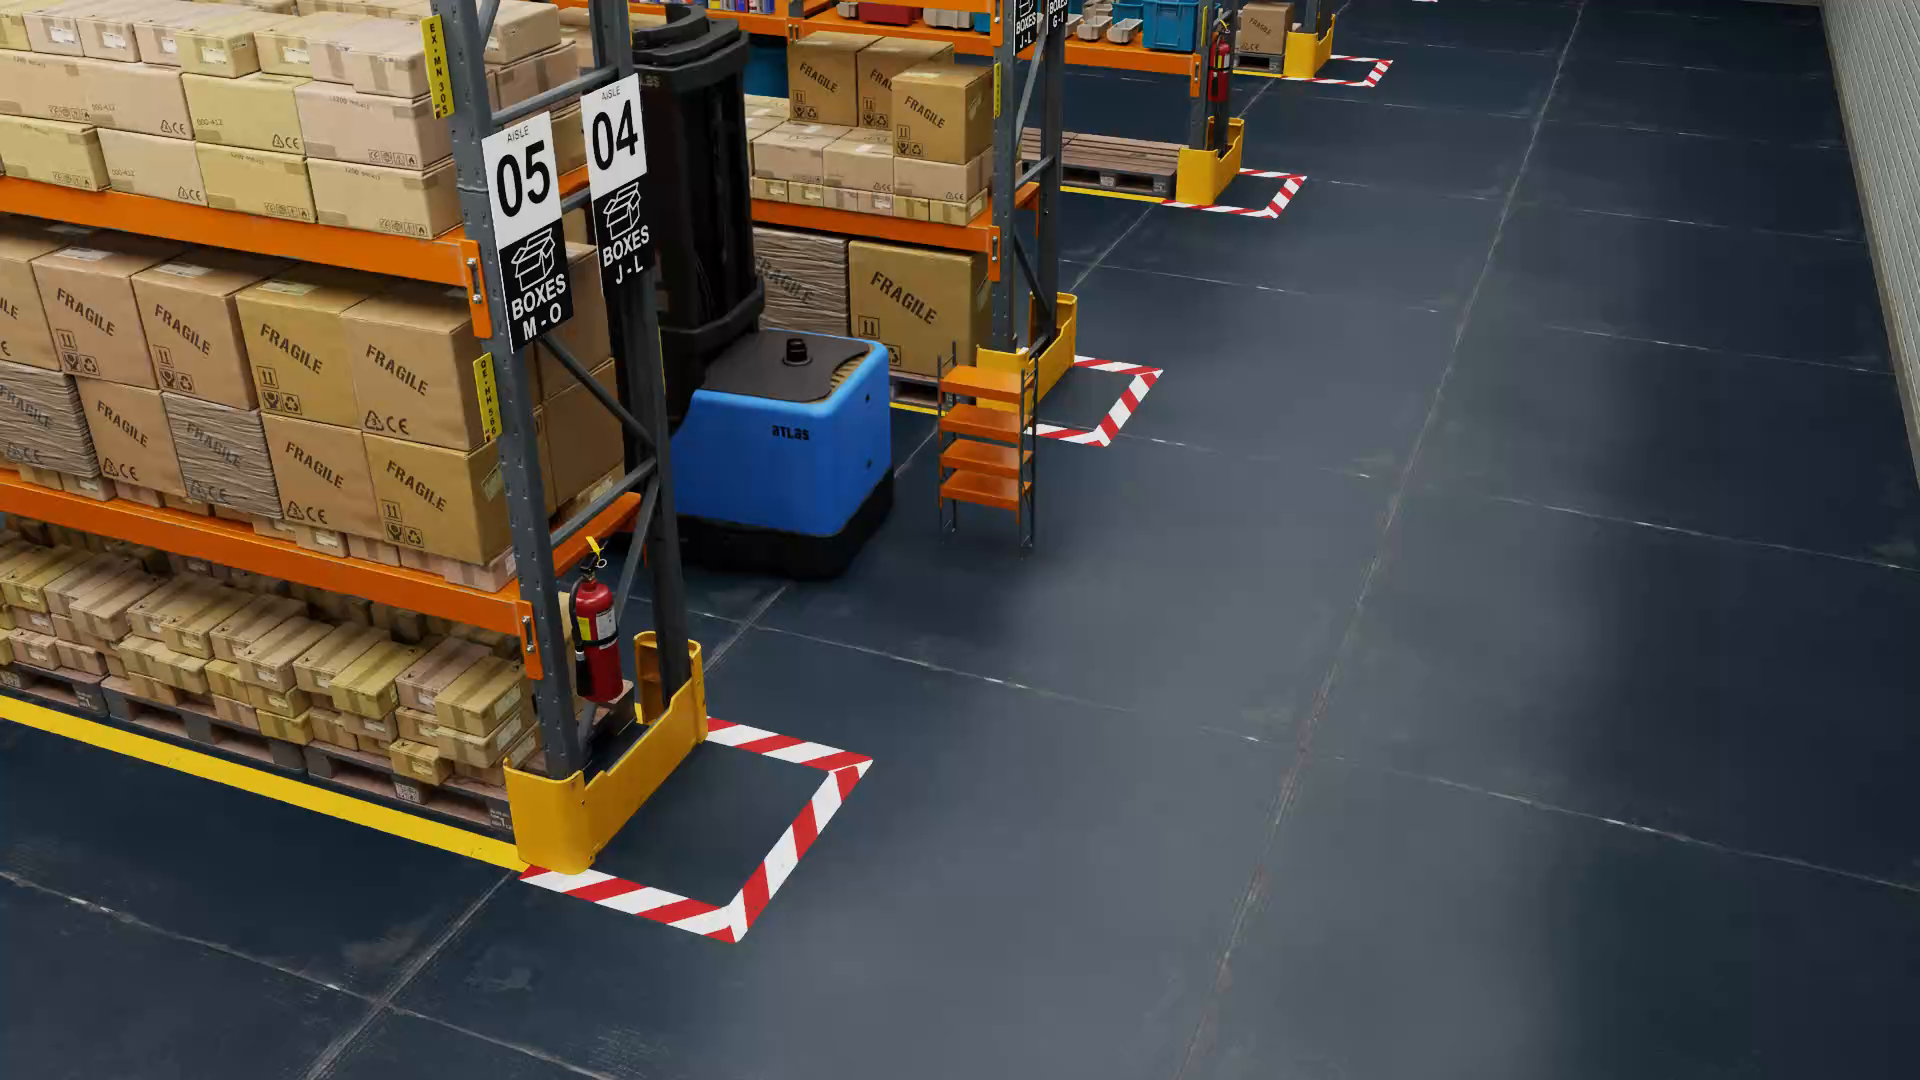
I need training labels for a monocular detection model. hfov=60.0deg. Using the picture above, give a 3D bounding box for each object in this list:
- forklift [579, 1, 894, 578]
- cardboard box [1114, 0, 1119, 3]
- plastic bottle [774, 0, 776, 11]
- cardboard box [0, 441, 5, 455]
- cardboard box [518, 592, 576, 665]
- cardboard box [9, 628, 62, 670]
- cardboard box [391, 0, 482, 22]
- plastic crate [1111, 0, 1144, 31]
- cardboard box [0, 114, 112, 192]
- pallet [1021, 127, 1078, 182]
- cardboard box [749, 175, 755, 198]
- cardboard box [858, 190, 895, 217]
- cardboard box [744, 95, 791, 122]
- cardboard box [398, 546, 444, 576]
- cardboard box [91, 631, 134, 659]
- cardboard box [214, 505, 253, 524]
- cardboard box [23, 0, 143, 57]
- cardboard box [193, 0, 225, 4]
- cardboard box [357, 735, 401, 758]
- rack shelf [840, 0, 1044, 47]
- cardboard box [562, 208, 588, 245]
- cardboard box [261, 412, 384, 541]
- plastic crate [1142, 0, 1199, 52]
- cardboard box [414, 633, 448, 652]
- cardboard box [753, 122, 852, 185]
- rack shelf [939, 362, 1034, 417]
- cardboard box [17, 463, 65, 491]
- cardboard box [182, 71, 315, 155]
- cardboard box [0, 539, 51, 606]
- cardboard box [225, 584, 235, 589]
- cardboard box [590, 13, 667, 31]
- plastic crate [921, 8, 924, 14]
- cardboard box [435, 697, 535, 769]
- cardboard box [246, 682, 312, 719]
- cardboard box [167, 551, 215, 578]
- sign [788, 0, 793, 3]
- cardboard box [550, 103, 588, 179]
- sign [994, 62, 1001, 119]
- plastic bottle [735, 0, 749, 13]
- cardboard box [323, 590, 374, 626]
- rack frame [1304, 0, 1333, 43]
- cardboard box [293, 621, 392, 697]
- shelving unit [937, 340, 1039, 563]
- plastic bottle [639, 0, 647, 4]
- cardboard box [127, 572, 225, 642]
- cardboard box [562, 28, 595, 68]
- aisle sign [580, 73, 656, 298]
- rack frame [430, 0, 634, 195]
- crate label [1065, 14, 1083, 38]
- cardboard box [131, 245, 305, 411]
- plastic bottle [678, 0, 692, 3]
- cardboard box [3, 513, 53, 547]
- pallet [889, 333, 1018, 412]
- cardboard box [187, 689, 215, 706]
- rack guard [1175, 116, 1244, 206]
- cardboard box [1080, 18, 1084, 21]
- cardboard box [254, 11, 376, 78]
[{"bbox_3d":[-1.972,-1.480,9.390,3.031,2.935,1.130,9,31,15],"label":"forklift"},{"bbox_3d":[2.211,-6.390,20.096,0.637,0.503,0.797,11,31,19],"label":"cardboard box"},{"bbox_3d":[-1.855,-5.272,16.230,0.097,0.201,0.097,0,29,0],"label":"plastic bottle"},{"bbox_3d":[-4.393,-0.749,7.624,0.500,0.500,0.500,11,31,19],"label":"cardboard box"},{"bbox_3d":[-1.870,0.416,7.831,0.250,0.149,0.380,10,31,17],"label":"cardboard box"},{"bbox_3d":[-4.505,0.472,8.336,0.250,0.149,0.380,11,31,19],"label":"cardboard box"},{"bbox_3d":[-1.956,-1.982,6.399,0.250,0.149,0.380,13,32,21],"label":"cardboard box"},{"bbox_3d":[1.594,-4.903,15.486,0.300,0.233,0.416,11,31,19],"label":"plastic crate"},{"bbox_3d":[-3.463,-1.614,6.660,0.500,0.250,0.500,13,32,21],"label":"cardboard box"},{"bbox_3d":[0.433,-3.815,16.285,1.213,0.211,1.003,11,31,19],"label":"pallet"},{"bbox_3d":[-1.424,-2.463,11.315,0.250,0.149,0.380,12,32,20],"label":"cardboard box"},{"bbox_3d":[-0.482,-2.275,10.982,0.250,0.149,0.380,11,31,19],"label":"cardboard box"},{"bbox_3d":[-1.331,-2.932,11.739,0.500,0.250,0.500,11,31,18],"label":"cardboard box"},{"bbox_3d":[-2.137,-0.016,6.986,0.250,0.149,0.380,11,31,19],"label":"cardboard box"},{"bbox_3d":[-4.000,0.418,8.130,0.250,0.149,0.380,13,32,21],"label":"cardboard box"},{"bbox_3d":[-3.081,-0.232,7.367,0.250,0.149,0.380,10,31,17],"label":"cardboard box"},{"bbox_3d":[-3.348,-1.985,6.405,0.250,0.149,0.380,10,31,18],"label":"cardboard box"},{"bbox_3d":[-2.892,-2.203,6.789,0.250,0.149,0.380,12,32,21],"label":"cardboard box"},{"bbox_3d":[-2.567,0.835,7.694,0.250,0.149,0.380,11,31,19],"label":"cardboard box"},{"bbox_3d":[-1.407,-3.737,10.995,4.000,0.370,1.077,11,31,19],"label":"rack shelf"},{"bbox_3d":[-2.678,-2.213,12.350,0.875,0.875,0.875,11,31,19],"label":"cardboard box"},{"bbox_3d":[-2.500,-0.368,6.948,0.500,0.500,0.500,11,31,18],"label":"cardboard box"},{"bbox_3d":[1.928,-4.651,14.833,0.499,0.435,0.616,11,31,19],"label":"plastic crate"},{"bbox_3d":[-2.393,0.502,7.981,0.250,0.149,0.380,12,32,20],"label":"cardboard box"},{"bbox_3d":[-1.044,-2.595,11.143,0.500,0.250,0.500,10,31,17],"label":"cardboard box"},{"bbox_3d":[0.153,-0.834,9.207,0.480,0.148,0.258,11,31,19],"label":"rack shelf"},{"bbox_3d":[-4.086,-0.392,7.650,0.250,0.149,0.380,12,32,20],"label":"cardboard box"},{"bbox_3d":[-2.509,-1.653,6.221,0.500,0.250,0.500,10,31,18],"label":"cardboard box"},{"bbox_3d":[-4.744,0.164,8.277,0.250,0.149,0.380,13,32,22],"label":"cardboard box"},{"bbox_3d":[-3.617,0.245,8.436,0.250,0.149,0.380,10,31,17],"label":"cardboard box"},{"bbox_3d":[-2.271,-3.447,11.888,0.500,0.500,0.500,12,31,20],"label":"cardboard box"},{"bbox_3d":[-0.260,-5.194,16.110,0.590,0.125,0.437,11,31,19],"label":"plastic crate"},{"bbox_3d":[-2.108,0.830,7.401,0.250,0.149,0.380,10,31,18],"label":"cardboard box"},{"bbox_3d":[-3.075,0.645,7.729,0.250,0.149,0.380,12,32,20],"label":"cardboard box"},{"bbox_3d":[-3.809,0.039,8.499,0.250,0.149,0.380,10,31,17],"label":"cardboard box"},{"bbox_3d":[-1.606,-5.242,15.695,0.005,0.325,0.100,11,31,19],"label":"sign"},{"bbox_3d":[-1.832,-1.571,6.586,0.500,0.250,0.500,12,32,21],"label":"cardboard box"},{"bbox_3d":[0.230,-2.736,10.125,0.005,0.325,0.100,11,31,19],"label":"sign"},{"bbox_3d":[-2.116,-5.269,16.142,0.133,0.283,0.061,11,31,19],"label":"plastic bottle"},{"bbox_3d":[-2.870,0.251,8.123,0.250,0.149,0.380,13,32,21],"label":"cardboard box"},{"bbox_3d":[4.175,-6.890,18.892,0.127,3.000,1.000,11,31,19],"label":"rack frame"},{"bbox_3d":[-2.813,0.546,7.601,0.250,0.149,0.380,10,31,17],"label":"cardboard box"},{"bbox_3d":[0.153,-0.492,9.401,0.503,1.200,0.258,11,31,19],"label":"shelving unit"},{"bbox_3d":[-3.148,-5.449,16.544,0.097,0.201,0.097,0,29,0],"label":"plastic bottle"},{"bbox_3d":[-3.752,0.323,7.995,0.250,0.149,0.380,10,31,17],"label":"cardboard box"},{"bbox_3d":[-2.459,-3.205,11.460,0.500,0.500,0.500,11,31,19],"label":"cardboard box"},{"bbox_3d":[-1.331,-1.386,6.512,0.004,0.787,0.394,11,31,19],"label":"aisle sign"},{"bbox_3d":[-1.512,-2.743,5.458,0.127,3.000,1.000,11,31,19],"label":"rack frame"},{"bbox_3d":[0.955,-4.713,15.246,0.243,0.136,0.396,11,31,19],"label":"crate label"},{"bbox_3d":[-2.984,-0.897,6.868,0.500,0.500,0.500,13,32,22],"label":"cardboard box"},{"bbox_3d":[-2.690,-5.405,16.390,0.135,0.276,0.152,11,31,19],"label":"plastic bottle"},{"bbox_3d":[-4.791,-0.125,8.788,0.250,0.149,0.380,12,32,21],"label":"cardboard box"},{"bbox_3d":[-0.324,-1.272,11.787,1.213,0.211,1.003,11,31,19],"label":"pallet"},{"bbox_3d":[-3.512,0.636,8.047,0.250,0.149,0.380,12,32,21],"label":"cardboard box"},{"bbox_3d":[2.336,-3.546,15.515,0.348,0.500,1.175,11,31,19],"label":"rack guard"},{"bbox_3d":[1.581,-6.257,20.203,0.250,0.166,0.380,11,31,19],"label":"cardboard box"},{"bbox_3d":[-2.360,-1.828,6.126,0.250,0.149,0.380,10,31,18],"label":"cardboard box"}]
